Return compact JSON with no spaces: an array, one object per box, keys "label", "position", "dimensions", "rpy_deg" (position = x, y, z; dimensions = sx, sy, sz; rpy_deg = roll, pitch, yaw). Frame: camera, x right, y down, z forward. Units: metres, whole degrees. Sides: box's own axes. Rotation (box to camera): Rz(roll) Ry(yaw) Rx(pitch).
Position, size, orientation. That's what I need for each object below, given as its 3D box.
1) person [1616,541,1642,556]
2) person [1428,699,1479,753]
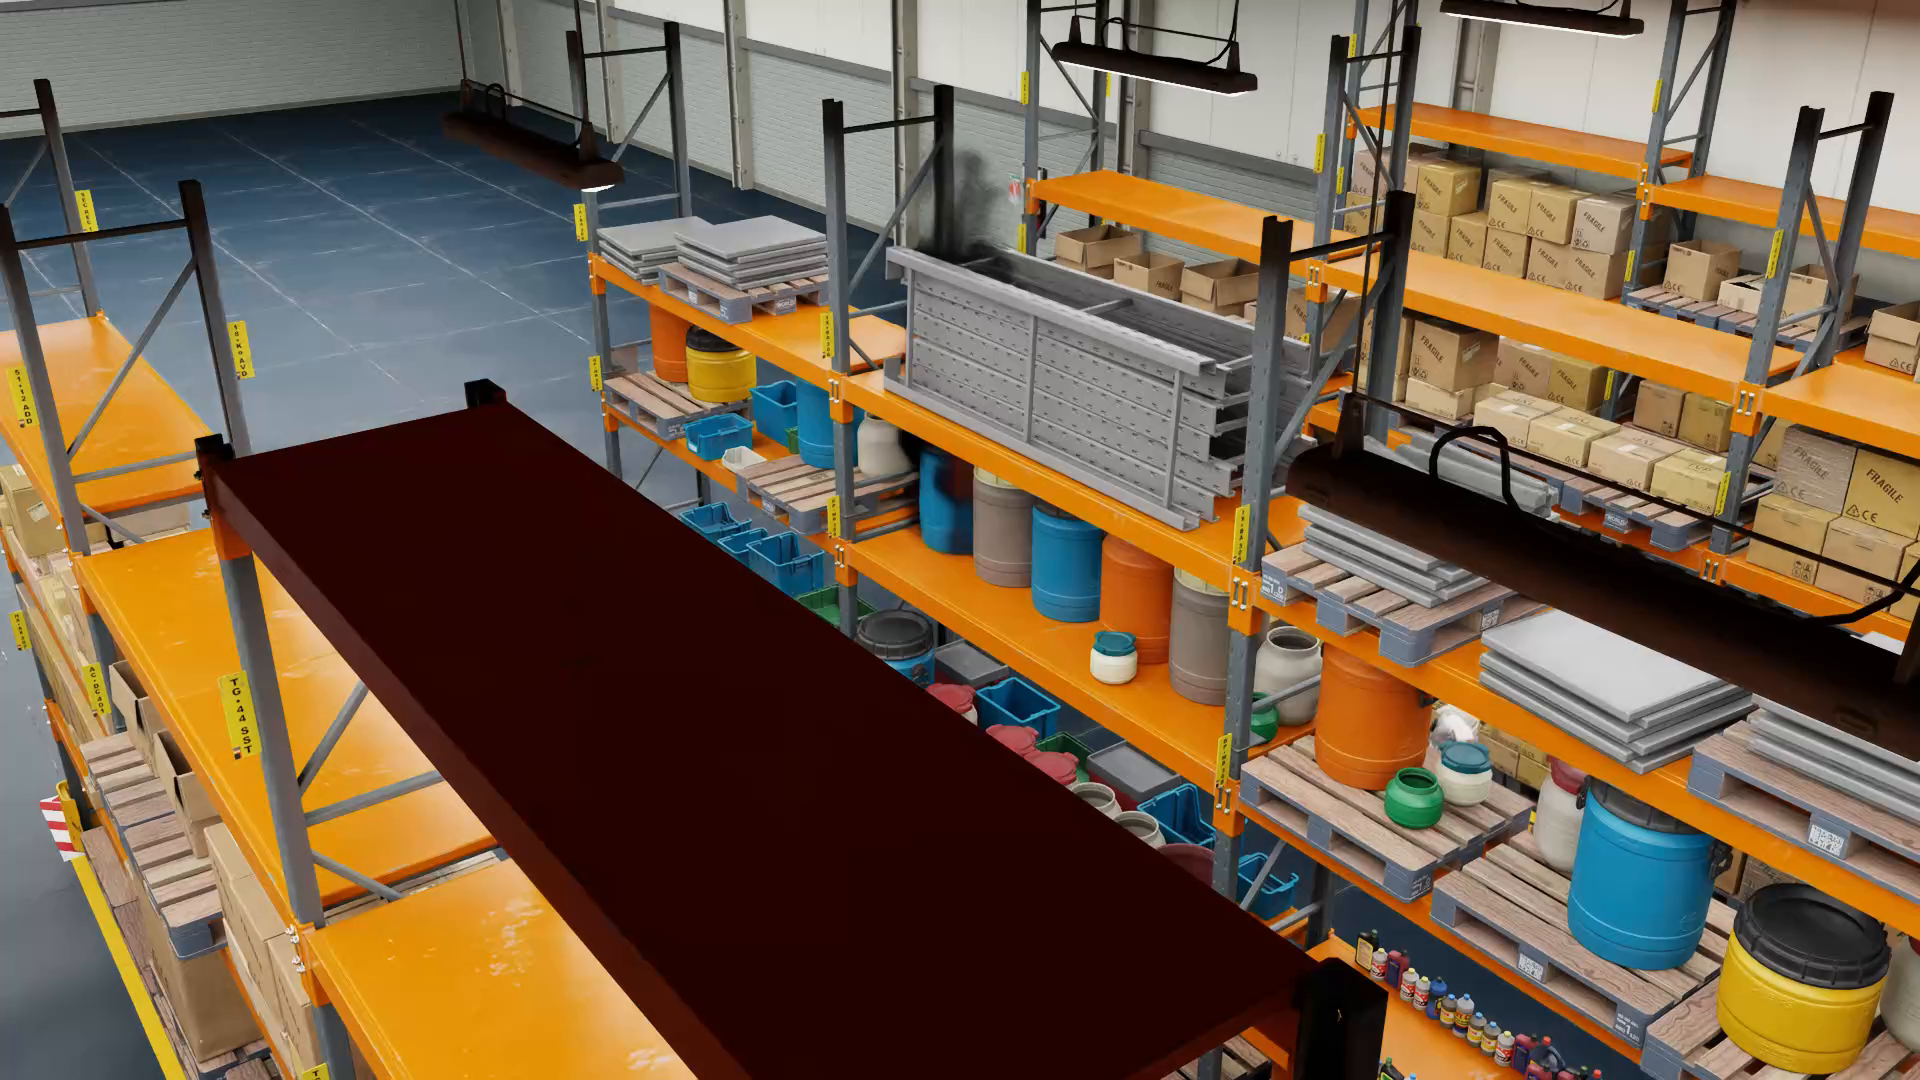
[{"label":"person","position":[6.173,0.726,15.473],"dimensions":[0.614,1.643,0.810],"rpy_deg":[-20,32,-37]},{"label":"person","position":[3.744,1.833,12.534],"dimensions":[0.881,1.816,0.686],"rpy_deg":[20,31,37]}]
